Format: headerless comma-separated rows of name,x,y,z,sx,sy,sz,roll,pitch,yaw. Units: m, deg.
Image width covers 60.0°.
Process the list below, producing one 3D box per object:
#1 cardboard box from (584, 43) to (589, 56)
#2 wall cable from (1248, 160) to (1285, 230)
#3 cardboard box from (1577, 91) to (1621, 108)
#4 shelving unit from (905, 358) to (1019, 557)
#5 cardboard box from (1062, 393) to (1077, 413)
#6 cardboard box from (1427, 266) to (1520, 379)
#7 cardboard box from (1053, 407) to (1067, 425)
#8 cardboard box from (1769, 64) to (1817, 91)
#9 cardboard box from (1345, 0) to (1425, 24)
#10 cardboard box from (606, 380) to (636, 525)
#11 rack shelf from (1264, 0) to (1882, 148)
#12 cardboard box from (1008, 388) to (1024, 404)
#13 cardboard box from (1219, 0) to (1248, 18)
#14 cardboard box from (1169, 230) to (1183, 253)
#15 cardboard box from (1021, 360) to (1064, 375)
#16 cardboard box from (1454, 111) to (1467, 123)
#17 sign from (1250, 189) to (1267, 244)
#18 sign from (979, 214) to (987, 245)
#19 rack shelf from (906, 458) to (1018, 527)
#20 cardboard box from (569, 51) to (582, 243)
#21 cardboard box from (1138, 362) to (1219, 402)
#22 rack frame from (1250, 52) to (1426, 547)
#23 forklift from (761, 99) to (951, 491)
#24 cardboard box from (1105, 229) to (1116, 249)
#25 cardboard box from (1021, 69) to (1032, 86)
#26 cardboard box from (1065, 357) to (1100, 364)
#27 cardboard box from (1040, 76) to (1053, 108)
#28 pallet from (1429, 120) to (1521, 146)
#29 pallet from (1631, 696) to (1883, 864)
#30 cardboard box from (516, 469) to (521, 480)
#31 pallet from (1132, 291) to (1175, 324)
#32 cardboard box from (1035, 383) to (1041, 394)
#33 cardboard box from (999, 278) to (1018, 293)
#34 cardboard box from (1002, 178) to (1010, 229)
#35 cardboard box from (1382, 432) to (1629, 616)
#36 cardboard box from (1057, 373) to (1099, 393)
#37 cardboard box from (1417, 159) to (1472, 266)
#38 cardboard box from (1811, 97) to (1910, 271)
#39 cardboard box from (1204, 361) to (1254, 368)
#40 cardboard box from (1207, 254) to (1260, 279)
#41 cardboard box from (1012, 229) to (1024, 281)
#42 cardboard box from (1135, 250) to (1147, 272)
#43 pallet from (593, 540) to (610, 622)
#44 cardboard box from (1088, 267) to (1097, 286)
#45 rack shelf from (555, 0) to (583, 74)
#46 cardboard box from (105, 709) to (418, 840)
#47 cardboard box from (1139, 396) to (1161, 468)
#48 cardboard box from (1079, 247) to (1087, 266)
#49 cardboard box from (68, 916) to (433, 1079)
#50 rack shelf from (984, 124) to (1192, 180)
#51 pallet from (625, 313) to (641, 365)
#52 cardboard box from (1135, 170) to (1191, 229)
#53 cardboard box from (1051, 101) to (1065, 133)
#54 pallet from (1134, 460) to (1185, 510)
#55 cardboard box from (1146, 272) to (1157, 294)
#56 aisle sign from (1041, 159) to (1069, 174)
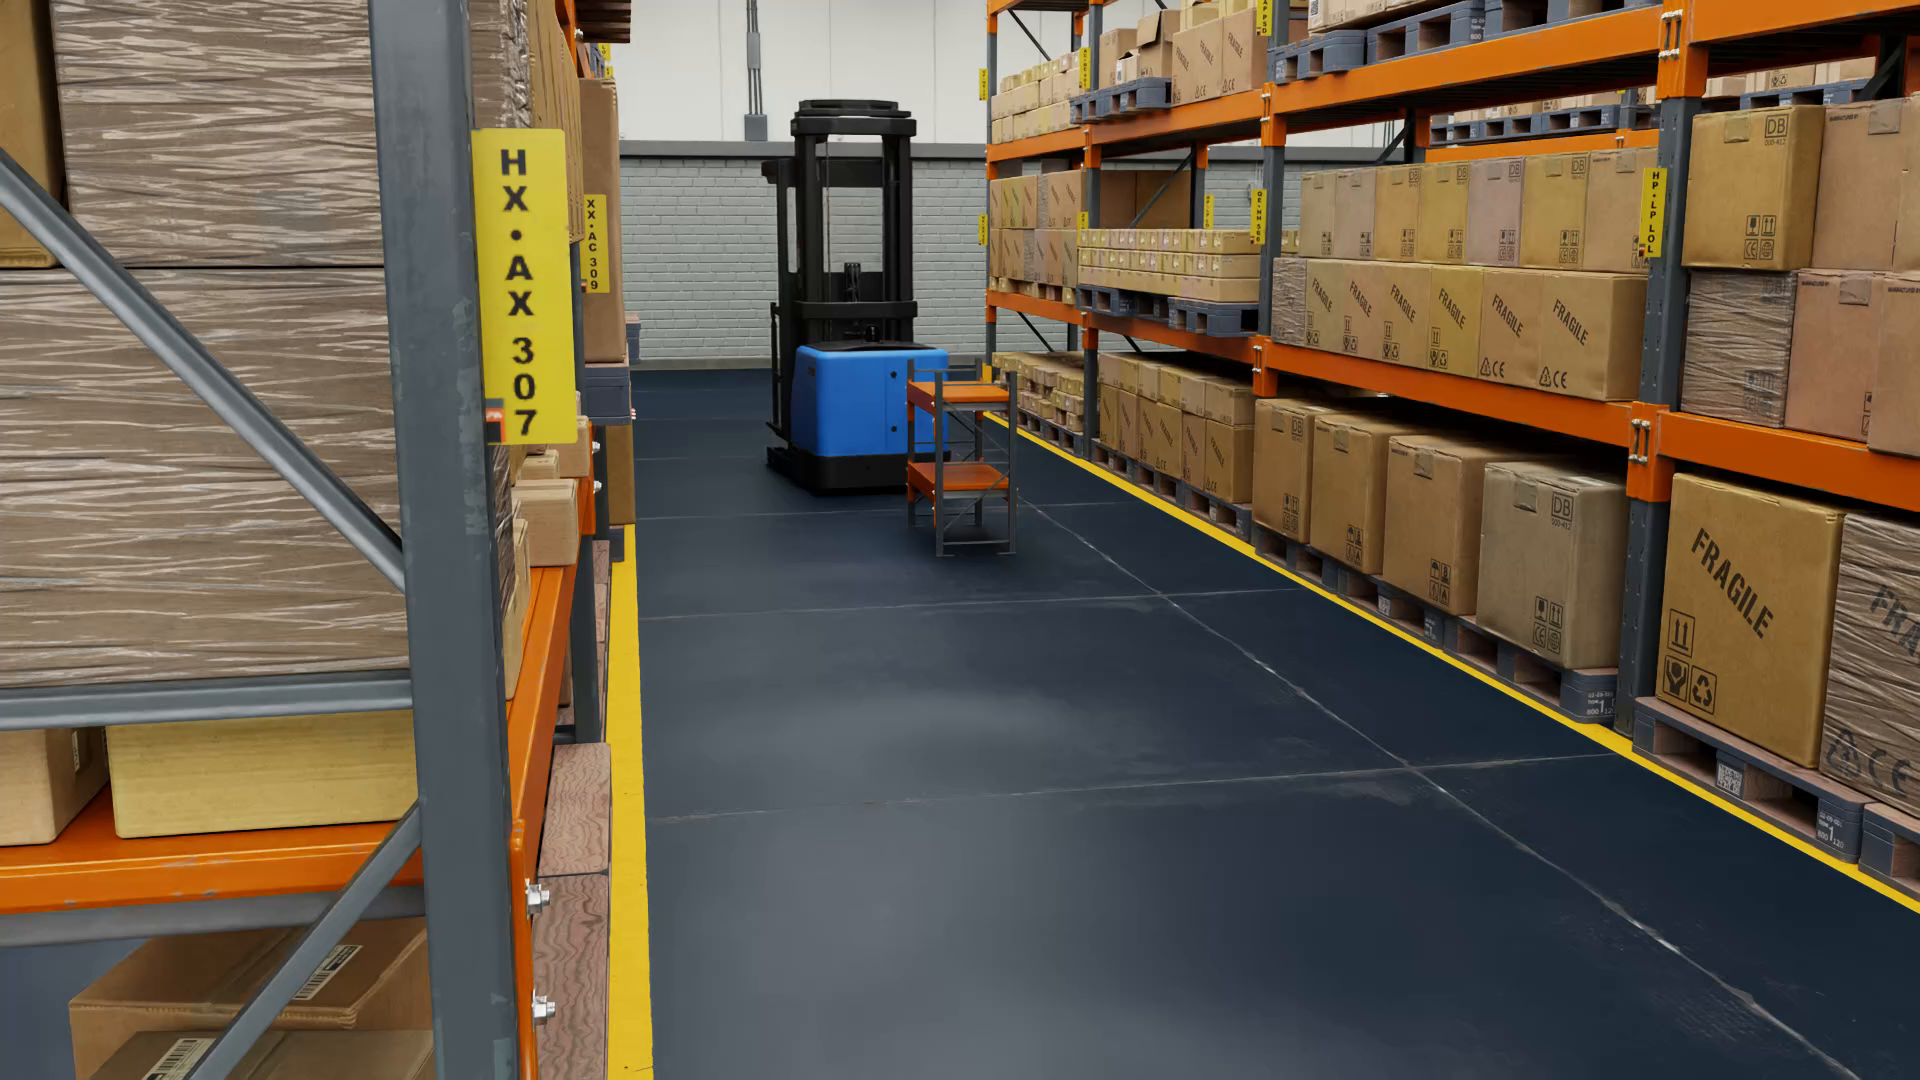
cardboard box,-2.008,-2.423,7.785,0.500,0.250,0.500,-2,11,-9
wall cable,4.500,-4.660,24.356,0.585,1.953,0.123,-2,11,-11
cardboard box,5.959,-4.147,15.409,0.396,0.266,0.258,-2,11,-9
shelving unit,-0.001,-0.554,10.598,0.538,1.125,1.048,-2,11,-11
cardboard box,1.123,-1.227,14.828,0.380,0.149,0.250,-3,11,-14
cardboard box,2.557,-1.033,7.835,0.500,0.500,0.500,-2,11,-10
cardboard box,1.068,-1.142,15.176,0.380,0.149,0.250,-2,11,-13
cardboard box,6.548,-3.687,12.630,0.500,0.500,0.500,-2,11,-10
cardboard box,2.362,-2.869,8.736,0.500,0.250,0.500,-2,11,-9
cardboard box,-2.659,-0.574,10.251,1.225,0.875,0.875,-3,11,-14
rack shelf,2.728,-2.200,8.133,1.077,0.370,4.000,-2,11,-11
cardboard box,0.700,-1.470,16.901,0.380,0.149,0.250,-2,11,-10
cardboard box,1.891,-3.503,10.743,0.396,0.266,0.258,-2,11,-11
cardboard box,1.641,-2.038,11.338,0.380,0.149,0.250,-2,11,-9
cardboard box,0.821,-1.712,16.582,0.380,0.149,0.250,-2,11,-9
cardboard box,5.795,-4.688,18.294,0.500,0.250,0.500,-3,11,-16
sign,1.809,-1.955,10.060,0.100,0.325,0.005,-2,11,-11
sign,0.251,-3.319,17.797,0.100,0.325,0.005,-2,11,-11
rack shelf,-0.001,-0.314,10.644,0.538,0.278,1.000,-2,11,-11
cardboard box,-1.312,-1.073,4.575,0.500,0.500,0.500,-2,11,-11
cardboard box,1.647,-1.190,12.484,0.500,0.250,0.500,-2,11,-9
rack frame,2.339,-1.446,10.273,1.000,3.000,0.127,-2,11,-11
forklift,-0.987,-2.043,13.589,1.130,2.935,3.031,-3,11,-17
cardboard box,1.340,-2.322,12.833,0.380,0.149,0.250,-2,11,-12
cardboard box,0.794,-4.448,16.017,0.380,0.149,0.250,-2,11,-9
cardboard box,1.291,-1.783,16.952,0.380,0.149,0.250,-3,11,-13
cardboard box,1.026,-4.092,15.216,0.500,0.250,0.500,-2,11,-9
pallet,5.774,-4.406,18.040,1.003,0.211,1.213,-2,11,-11
pallet,3.188,0.799,5.932,1.003,0.211,1.213,-2,11,-11
cardboard box,-1.187,-0.074,3.737,0.380,0.149,0.250,-2,11,-11
pallet,1.914,-1.714,12.191,1.003,0.211,1.213,-2,11,-11
cardboard box,0.947,-1.522,16.375,0.380,0.149,0.250,-2,11,-8
cardboard box,0.615,-2.622,17.124,0.380,0.149,0.250,-2,11,-13
cardboard box,0.715,-3.416,16.883,0.500,0.500,0.500,-2,11,-9
cardboard box,2.724,-0.102,8.101,1.050,0.750,0.750,-2,11,-11
cardboard box,1.093,-1.425,15.069,0.380,0.149,0.250,-2,11,-12
cardboard box,2.718,-1.624,8.262,0.700,0.500,0.500,-2,11,-12
cardboard box,3.376,-1.151,5.434,0.875,0.550,0.550,-2,11,-11
cardboard box,2.158,-1.208,12.578,0.500,0.250,0.500,-3,11,-14
cardboard box,1.797,-1.749,10.619,0.380,0.149,0.250,-2,11,-10
cardboard box,0.812,-2.829,16.474,0.500,0.500,0.500,-2,11,-10
cardboard box,1.493,-2.033,12.110,0.380,0.149,0.250,-2,11,-12
pallet,-2.395,0.229,8.930,1.003,0.211,1.213,-2,11,-11
cardboard box,1.246,-2.123,13.378,0.380,0.149,0.250,-2,11,-10
rack shelf,-1.379,-1.304,3.428,1.077,0.370,4.000,-2,11,-11
cardboard box,-0.811,0.245,2.058,0.380,0.149,0.250,-2,11,-11
cardboard box,1.665,-0.821,12.548,0.500,0.500,0.500,-2,11,-10
cardboard box,1.187,-2.320,13.617,0.380,0.149,0.250,-2,11,-10
cardboard box,-1.245,0.981,3.083,0.500,0.500,0.500,1,11,4
rack shelf,1.172,-3.667,15.842,1.077,0.370,4.000,-2,11,-11
pallet,-2.303,-1.063,8.774,1.213,0.211,1.003,-2,11,-11
cardboard box,1.713,-2.958,14.478,0.500,0.500,0.500,-2,11,-10
cardboard box,1.115,-3.752,14.766,0.500,0.250,0.500,-2,11,-11
pallet,1.955,-0.443,12.460,1.003,0.211,1.213,-2,11,-11
cardboard box,1.548,-1.838,11.882,0.380,0.149,0.250,-2,11,-9
aisle sign,1.063,-4.215,17.867,0.394,0.787,0.004,-2,11,-11
